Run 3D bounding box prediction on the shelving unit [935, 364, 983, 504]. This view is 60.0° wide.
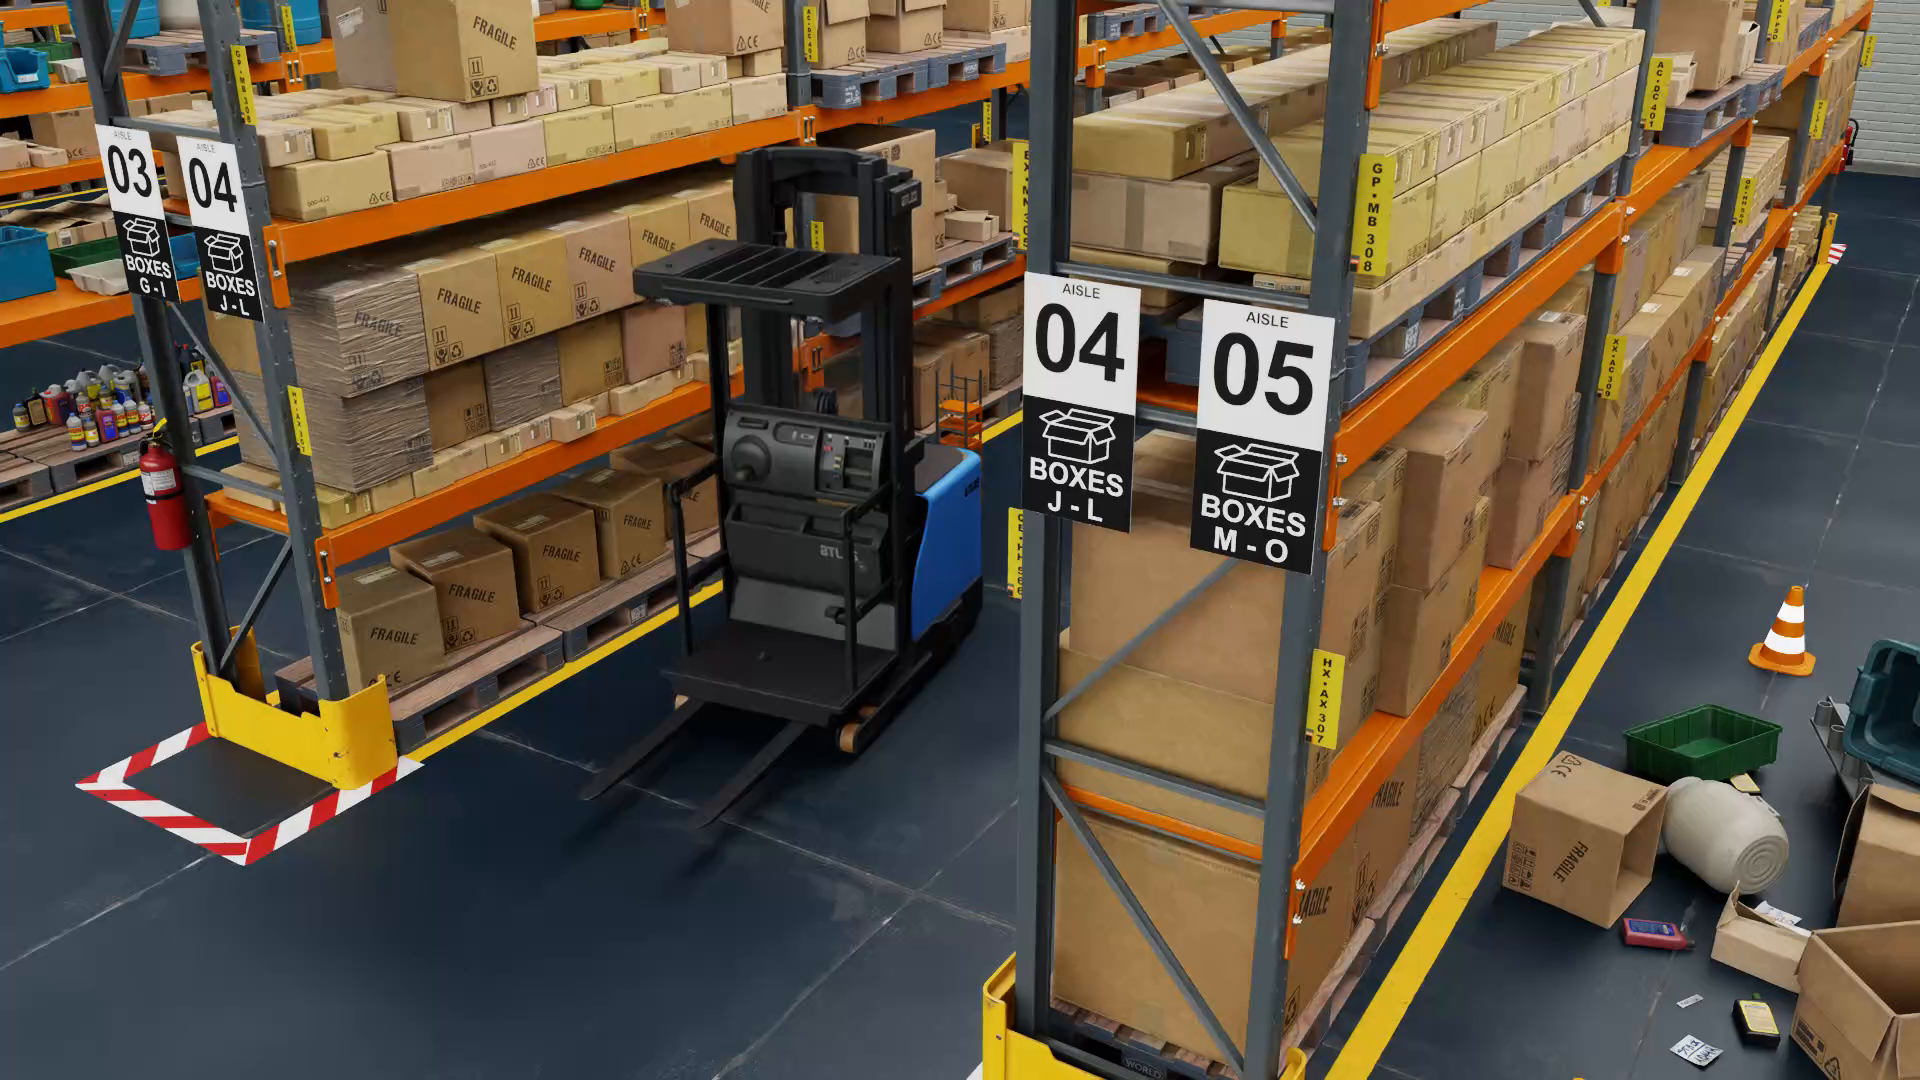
[{"bbox_3d":[-0.008,-0.546,11.000,0.258,1.200,0.189,14,27,29],"label":"shelving unit"}]

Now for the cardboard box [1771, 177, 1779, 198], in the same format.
[{"bbox_3d":[6.812,-3.055,14.319,0.380,0.149,0.250,14,27,29],"label":"cardboard box"}]

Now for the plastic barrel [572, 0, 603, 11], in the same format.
[{"bbox_3d":[-3.575,-5.214,15.938,0.294,0.245,0.294,0,23,0],"label":"plastic barrel"}]

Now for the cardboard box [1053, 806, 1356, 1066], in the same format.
[{"bbox_3d":[0.962,1.349,6.505,0.875,0.875,0.875,14,27,29],"label":"cardboard box"}]

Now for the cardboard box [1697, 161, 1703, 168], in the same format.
[{"bbox_3d":[6.392,-3.418,14.784,0.380,0.149,0.250,14,27,30],"label":"cardboard box"}]

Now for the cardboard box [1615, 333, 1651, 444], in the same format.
[{"bbox_3d":[3.542,-0.879,9.378,0.500,0.500,0.500,14,27,29],"label":"cardboard box"}]

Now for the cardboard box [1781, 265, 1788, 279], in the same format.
[{"bbox_3d":[7.918,-2.690,16.373,0.380,0.149,0.250,15,28,31],"label":"cardboard box"}]

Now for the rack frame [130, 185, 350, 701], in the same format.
[{"bbox_3d":[-3.500,-0.264,8.085,1.000,3.000,0.127,14,27,29],"label":"rack frame"}]

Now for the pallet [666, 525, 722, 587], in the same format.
[{"bbox_3d":[-1.715,-0.101,11.217,1.003,0.211,1.213,14,27,29],"label":"pallet"}]

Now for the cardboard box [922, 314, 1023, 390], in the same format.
[{"bbox_3d":[0.102,-1.599,13.761,0.700,0.500,0.500,11,26,25],"label":"cardboard box"}]

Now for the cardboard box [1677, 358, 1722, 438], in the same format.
[{"bbox_3d":[5.470,-1.122,12.684,0.500,0.500,0.500,13,26,27],"label":"cardboard box"}]

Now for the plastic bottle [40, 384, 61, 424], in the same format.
[{"bbox_3d":[-6.956,-1.045,12.764,0.152,0.276,0.135,14,27,29],"label":"plastic bottle"}]

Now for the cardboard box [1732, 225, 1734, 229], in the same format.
[{"bbox_3d":[5.585,-2.409,12.452,0.380,0.149,0.250,13,27,27],"label":"cardboard box"}]

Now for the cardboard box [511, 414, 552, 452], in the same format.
[{"bbox_3d":[-2.494,-0.619,9.220,0.380,0.149,0.250,14,27,29],"label":"cardboard box"}]

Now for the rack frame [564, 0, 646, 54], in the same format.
[{"bbox_3d":[-3.488,-4.002,16.720,1.000,3.000,0.127,14,27,29],"label":"rack frame"}]

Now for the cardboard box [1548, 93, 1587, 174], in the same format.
[{"bbox_3d":[2.196,-1.665,6.704,0.500,0.250,0.500,14,27,29],"label":"cardboard box"}]

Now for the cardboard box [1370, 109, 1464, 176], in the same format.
[{"bbox_3d":[1.374,-1.273,5.298,0.380,0.149,0.250,13,27,28],"label":"cardboard box"}]

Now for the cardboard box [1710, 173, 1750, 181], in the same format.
[{"bbox_3d":[5.842,-2.711,12.775,0.380,0.149,0.250,15,28,31],"label":"cardboard box"}]

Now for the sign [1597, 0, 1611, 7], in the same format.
[{"bbox_3d":[4.420,-3.619,11.408,0.100,0.325,0.005,14,27,29],"label":"sign"}]

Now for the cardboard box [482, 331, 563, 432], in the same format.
[{"bbox_3d":[-2.725,-0.980,9.239,0.875,0.500,0.500,14,27,29],"label":"cardboard box"}]

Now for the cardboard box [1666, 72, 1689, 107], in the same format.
[{"bbox_3d":[3.730,-2.459,9.041,0.380,0.149,0.250,14,27,29],"label":"cardboard box"}]

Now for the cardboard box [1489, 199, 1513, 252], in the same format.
[{"bbox_3d":[1.779,-1.165,6.052,0.380,0.149,0.250,14,27,29],"label":"cardboard box"}]

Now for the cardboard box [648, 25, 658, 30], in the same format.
[{"bbox_3d":[-4.553,-7.344,23.055,0.500,0.500,0.500,13,27,27],"label":"cardboard box"}]

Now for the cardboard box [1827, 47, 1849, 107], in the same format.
[{"bbox_3d":[8.260,-4.498,16.106,0.500,0.500,0.500,13,27,27],"label":"cardboard box"}]

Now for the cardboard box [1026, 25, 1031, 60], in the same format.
[{"bbox_3d":[0.427,-3.890,12.873,0.500,0.250,0.500,14,27,29],"label":"cardboard box"}]

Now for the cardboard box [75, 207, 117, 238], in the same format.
[{"bbox_3d":[-8.834,-3.310,17.347,0.500,0.311,0.500,13,27,27],"label":"cardboard box"}]

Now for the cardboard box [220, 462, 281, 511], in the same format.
[{"bbox_3d":[-3.525,-0.289,8.457,0.380,0.149,0.250,14,27,29],"label":"cardboard box"}]

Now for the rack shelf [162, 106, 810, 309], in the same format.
[{"bbox_3d":[-2.445,-1.986,9.191,1.077,0.370,4.000,14,27,29],"label":"rack shelf"}]

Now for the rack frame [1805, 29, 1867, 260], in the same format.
[{"bbox_3d":[9.100,-4.591,18.080,1.000,3.000,0.127,14,27,29],"label":"rack frame"}]

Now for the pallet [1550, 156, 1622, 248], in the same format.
[{"bbox_3d":[2.330,-1.603,7.513,1.003,0.211,1.213,14,27,29],"label":"pallet"}]

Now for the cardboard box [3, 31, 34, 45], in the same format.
[{"bbox_3d":[-12.144,-6.166,21.037,0.700,0.500,0.500,11,26,23],"label":"cardboard box"}]

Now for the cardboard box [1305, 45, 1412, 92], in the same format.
[{"bbox_3d":[1.619,-1.925,6.804,0.380,0.149,0.250,14,27,29],"label":"cardboard box"}]

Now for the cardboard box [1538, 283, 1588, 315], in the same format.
[{"bbox_3d":[2.546,-0.988,8.209,0.875,0.550,0.550,14,27,29],"label":"cardboard box"}]

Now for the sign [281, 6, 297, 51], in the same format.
[{"bbox_3d":[-5.137,-3.914,12.729,0.100,0.325,0.005,14,27,29],"label":"sign"}]

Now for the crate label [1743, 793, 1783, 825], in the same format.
[{"bbox_3d":[3.779,1.334,7.996,0.298,0.136,0.250,-3,24,-7],"label":"crate label"}]

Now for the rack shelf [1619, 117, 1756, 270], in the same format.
[{"bbox_3d":[3.825,-2.262,9.830,1.077,0.370,4.000,14,27,29],"label":"rack shelf"}]

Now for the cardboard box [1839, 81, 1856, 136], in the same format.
[{"bbox_3d":[9.082,-4.568,17.526,0.500,0.500,0.500,14,27,30],"label":"cardboard box"}]

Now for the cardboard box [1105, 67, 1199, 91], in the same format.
[{"bbox_3d":[1.813,-4.161,15.698,0.797,0.503,0.637,15,27,31],"label":"cardboard box"}]

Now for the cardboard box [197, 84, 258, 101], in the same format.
[{"bbox_3d":[-10.494,-6.088,23.714,0.750,0.750,0.750,15,27,31],"label":"cardboard box"}]

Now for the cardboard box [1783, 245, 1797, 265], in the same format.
[{"bbox_3d":[7.957,-2.809,16.274,0.380,0.149,0.250,15,27,30],"label":"cardboard box"}]

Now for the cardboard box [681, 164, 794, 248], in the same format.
[{"bbox_3d":[-1.394,-2.046,10.442,0.500,0.500,0.500,14,27,29],"label":"cardboard box"}]

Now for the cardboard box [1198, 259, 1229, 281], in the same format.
[{"bbox_3d":[0.681,-0.959,5.575,0.380,0.149,0.250,14,27,29],"label":"cardboard box"}]

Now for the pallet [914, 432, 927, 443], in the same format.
[{"bbox_3d":[-0.981,-0.598,12.365,1.003,0.211,1.213,14,27,29],"label":"pallet"}]

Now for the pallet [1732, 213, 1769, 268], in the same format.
[{"bbox_3d":[5.890,-2.480,13.444,1.003,0.211,1.213,14,27,29],"label":"pallet"}]

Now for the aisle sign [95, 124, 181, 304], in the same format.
[{"bbox_3d":[-3.788,-1.499,7.666,0.394,0.787,0.004,14,27,29],"label":"aisle sign"}]

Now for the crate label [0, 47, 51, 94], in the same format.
[{"bbox_3d":[-6.440,-3.173,11.216,0.502,0.251,0.408,14,27,29],"label":"crate label"}]

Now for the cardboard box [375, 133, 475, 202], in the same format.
[{"bbox_3d":[-2.760,-1.856,8.175,0.500,0.250,0.500,13,27,28],"label":"cardboard box"}]

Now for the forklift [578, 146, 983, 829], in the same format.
[{"bbox_3d":[-0.905,-0.421,8.534,1.130,2.935,3.031,10,25,21],"label":"forklift"}]

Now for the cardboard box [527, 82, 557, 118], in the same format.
[{"bbox_3d":[-2.351,-2.325,8.757,0.380,0.149,0.250,14,27,28],"label":"cardboard box"}]

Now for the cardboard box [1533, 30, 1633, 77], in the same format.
[{"bbox_3d":[2.715,-2.131,7.280,0.380,0.149,0.250,14,27,29],"label":"cardboard box"}]

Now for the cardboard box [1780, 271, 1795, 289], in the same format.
[{"bbox_3d":[8.105,-2.627,16.604,0.380,0.149,0.250,13,27,28],"label":"cardboard box"}]

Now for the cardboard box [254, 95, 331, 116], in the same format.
[{"bbox_3d":[-3.331,-2.093,8.220,0.380,0.149,0.250,13,26,27],"label":"cardboard box"}]

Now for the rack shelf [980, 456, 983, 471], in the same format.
[{"bbox_3d":[-0.008,-0.505,11.018,0.258,0.103,0.180,14,27,29],"label":"rack shelf"}]

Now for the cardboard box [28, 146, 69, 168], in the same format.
[{"bbox_3d":[-9.163,-3.833,16.644,0.380,0.149,0.250,14,27,29],"label":"cardboard box"}]

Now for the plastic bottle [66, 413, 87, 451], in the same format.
[{"bbox_3d":[-6.487,-0.799,12.200,0.097,0.271,0.097,0,23,0],"label":"plastic bottle"}]

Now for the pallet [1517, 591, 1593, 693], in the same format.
[{"bbox_3d":[3.113,0.462,9.916,1.003,0.211,1.213,14,27,29],"label":"pallet"}]

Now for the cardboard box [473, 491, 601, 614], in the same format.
[{"bbox_3d":[-2.524,0.066,9.939,0.500,0.500,0.500,17,29,34],"label":"cardboard box"}]
